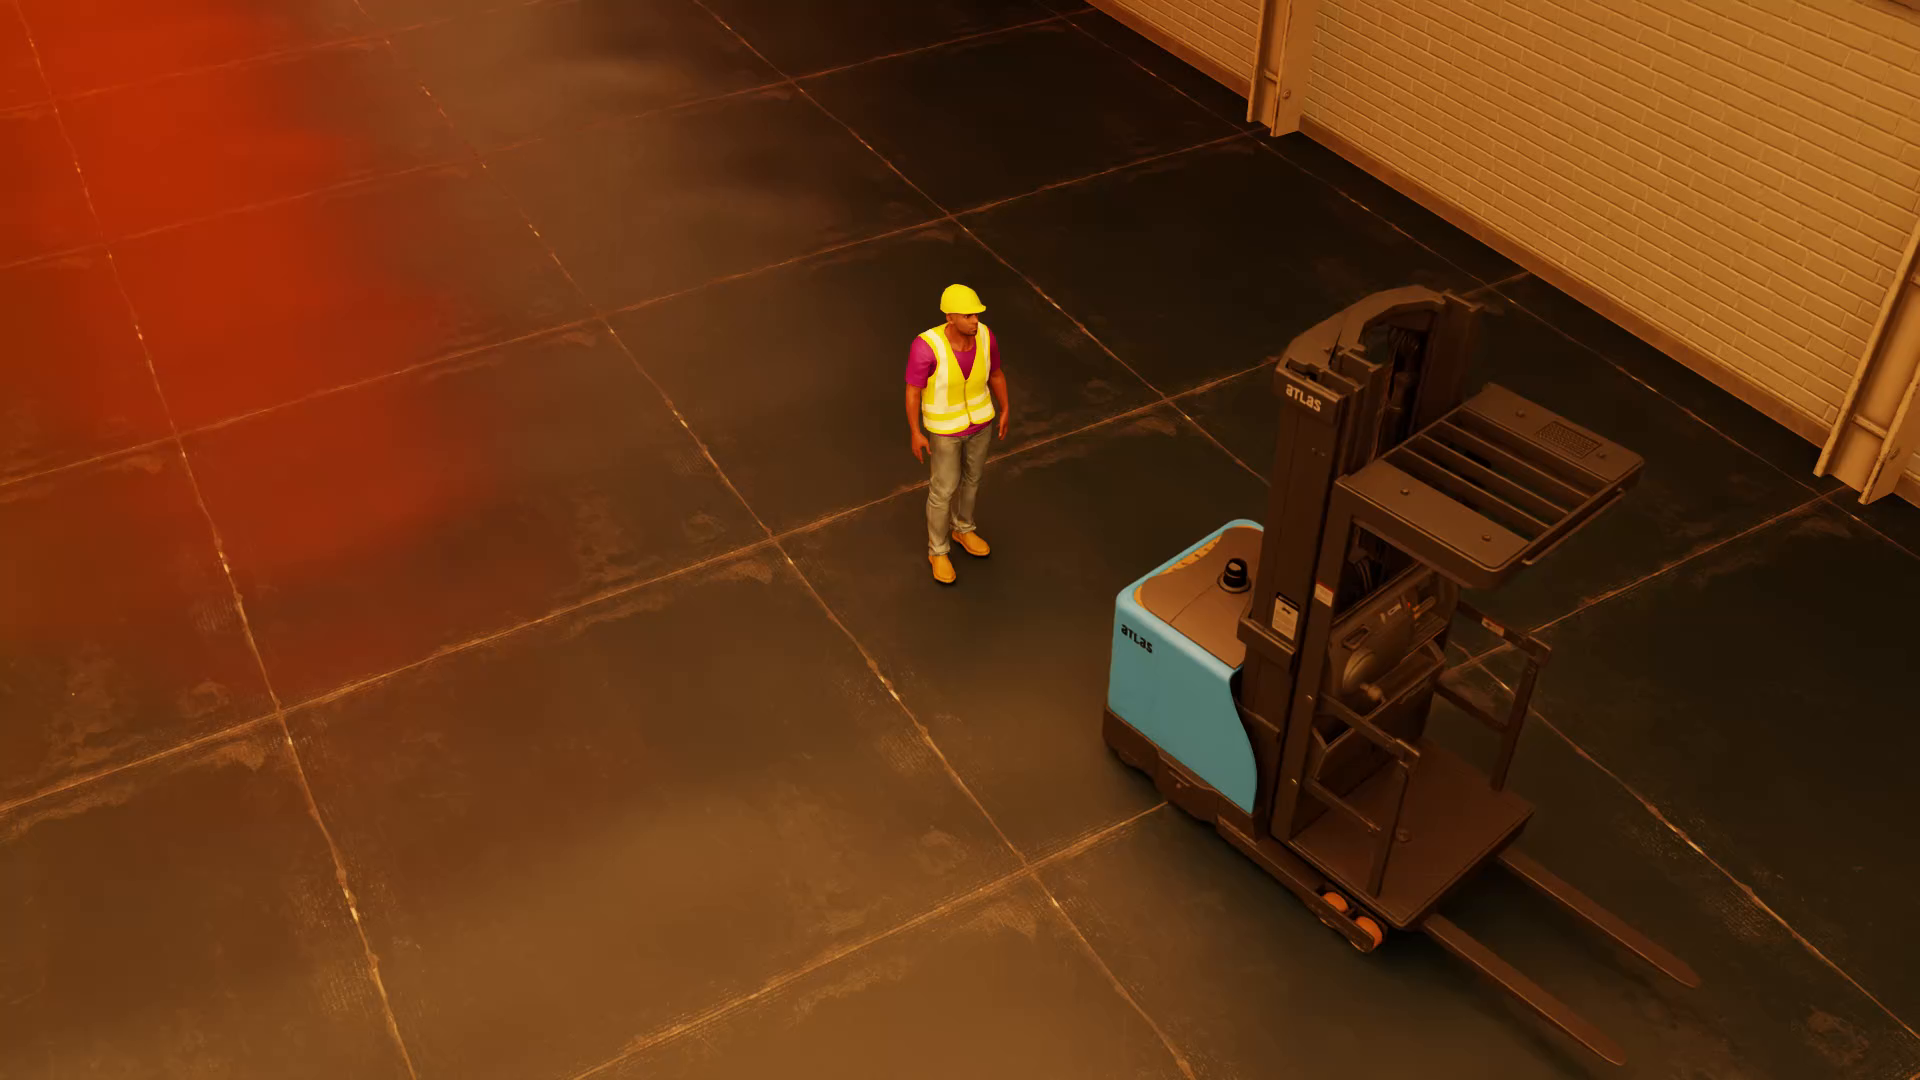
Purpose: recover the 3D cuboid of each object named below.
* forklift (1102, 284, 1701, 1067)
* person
[{"bbox_3d":[2.119,0.468,7.472,1.130,2.935,3.031,-30,48,-31],"label":"forklift"},{"bbox_3d":[0.031,-0.645,9.715,0.666,1.768,0.575,-20,44,-23],"label":"person"}]
